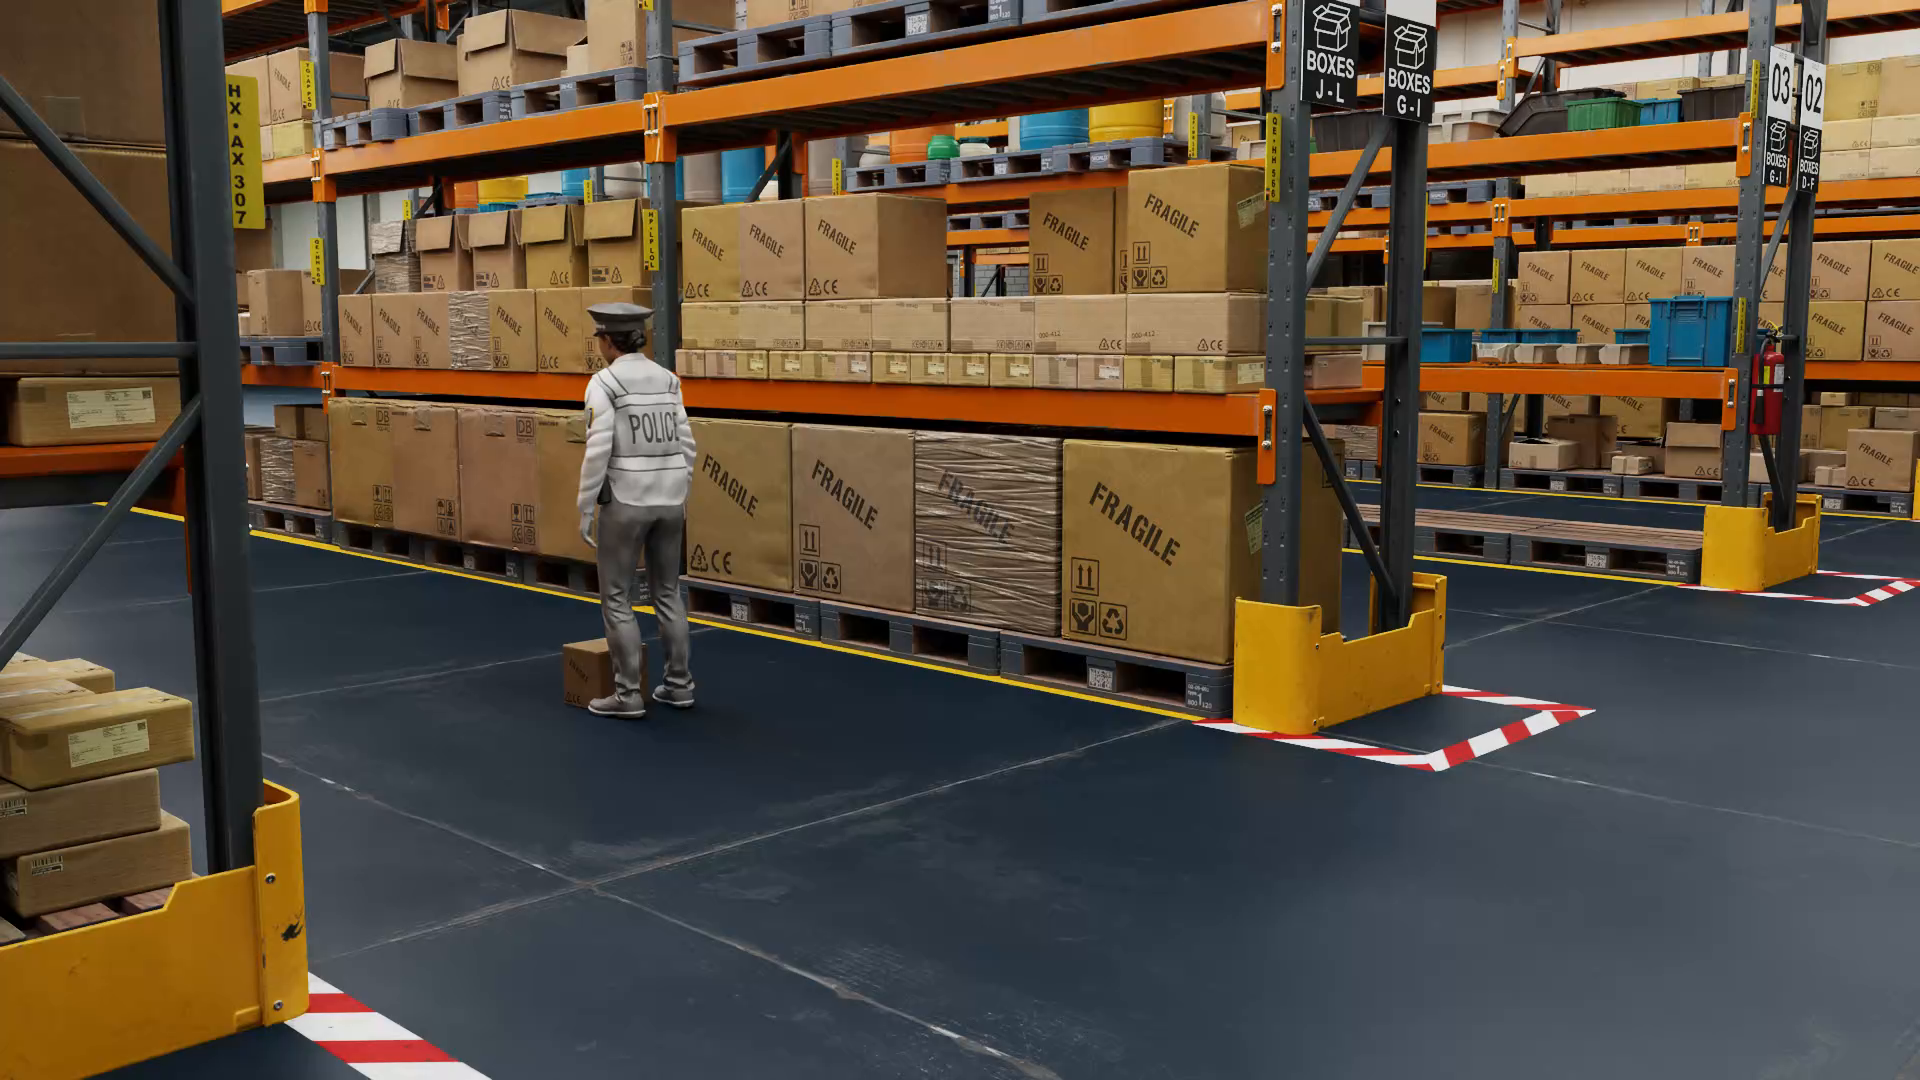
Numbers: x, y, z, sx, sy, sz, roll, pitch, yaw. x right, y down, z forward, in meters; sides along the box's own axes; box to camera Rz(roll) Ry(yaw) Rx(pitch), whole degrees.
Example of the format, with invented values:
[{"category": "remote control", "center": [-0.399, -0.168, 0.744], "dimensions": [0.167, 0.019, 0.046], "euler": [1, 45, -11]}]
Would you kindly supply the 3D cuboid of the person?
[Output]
[{"category": "person", "center": [-1.305, -0.121, 6.716], "dimensions": [0.376, 1.663, 0.529], "euler": [7, 10, 43]}]
